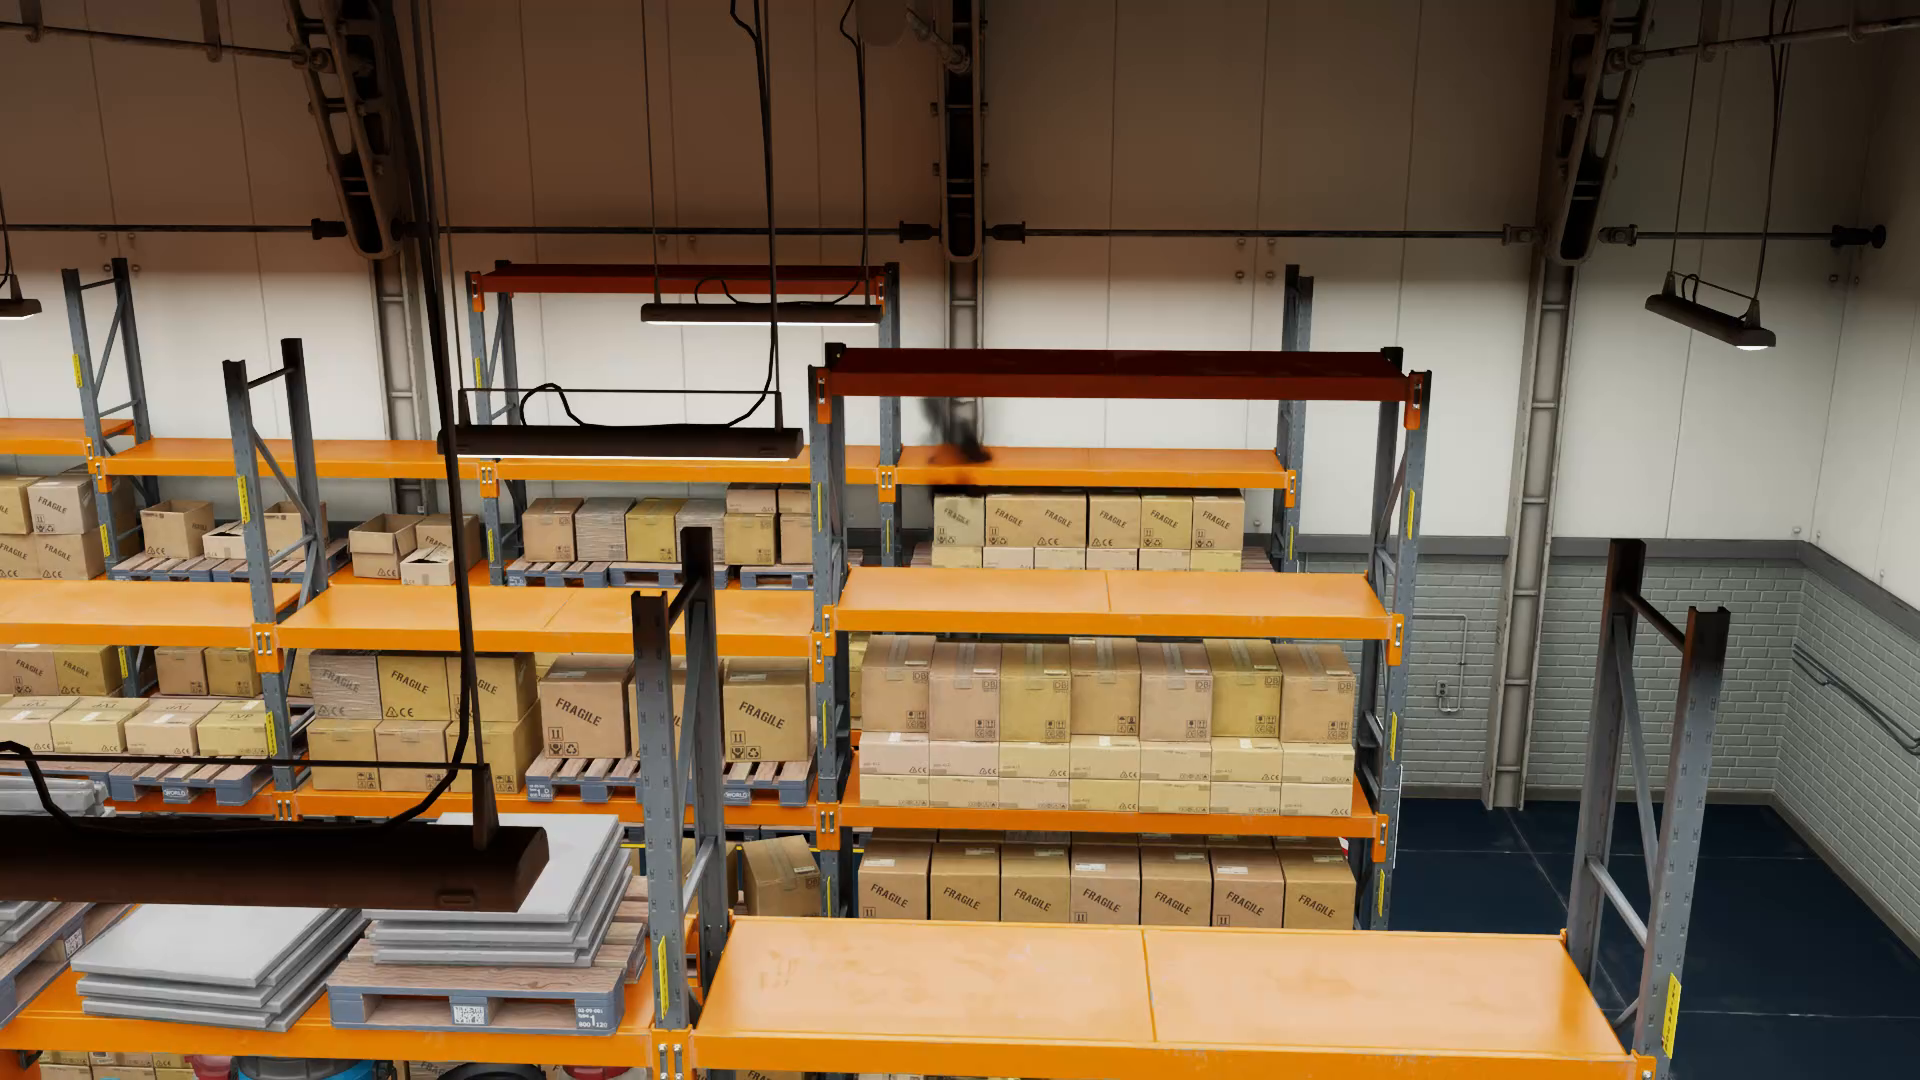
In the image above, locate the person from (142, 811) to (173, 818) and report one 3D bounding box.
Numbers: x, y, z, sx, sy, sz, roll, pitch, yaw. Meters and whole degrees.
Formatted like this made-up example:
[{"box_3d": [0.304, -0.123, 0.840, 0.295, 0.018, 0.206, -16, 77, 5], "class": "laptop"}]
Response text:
[{"box_3d": [-7.031, 3.097, 14.804, 0.703, 1.750, 0.690, 1, 16, 2], "class": "person"}]
